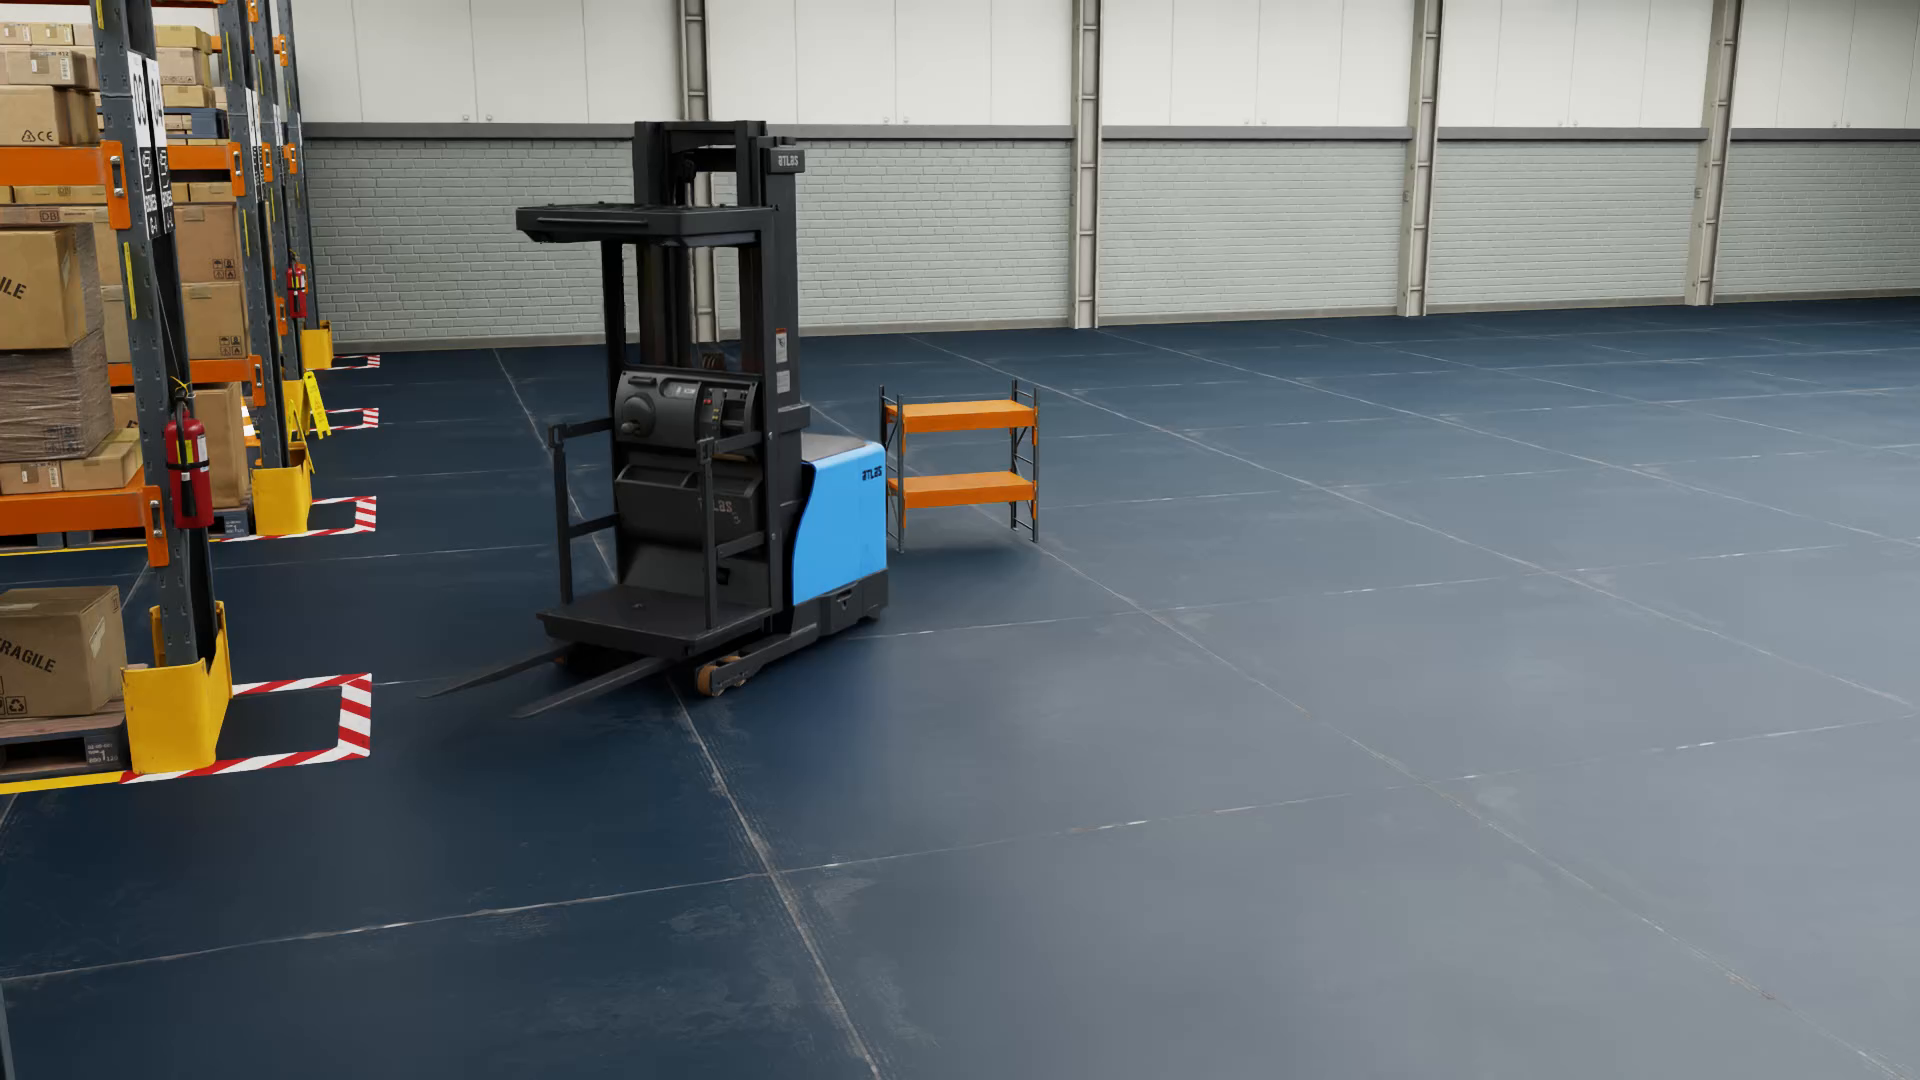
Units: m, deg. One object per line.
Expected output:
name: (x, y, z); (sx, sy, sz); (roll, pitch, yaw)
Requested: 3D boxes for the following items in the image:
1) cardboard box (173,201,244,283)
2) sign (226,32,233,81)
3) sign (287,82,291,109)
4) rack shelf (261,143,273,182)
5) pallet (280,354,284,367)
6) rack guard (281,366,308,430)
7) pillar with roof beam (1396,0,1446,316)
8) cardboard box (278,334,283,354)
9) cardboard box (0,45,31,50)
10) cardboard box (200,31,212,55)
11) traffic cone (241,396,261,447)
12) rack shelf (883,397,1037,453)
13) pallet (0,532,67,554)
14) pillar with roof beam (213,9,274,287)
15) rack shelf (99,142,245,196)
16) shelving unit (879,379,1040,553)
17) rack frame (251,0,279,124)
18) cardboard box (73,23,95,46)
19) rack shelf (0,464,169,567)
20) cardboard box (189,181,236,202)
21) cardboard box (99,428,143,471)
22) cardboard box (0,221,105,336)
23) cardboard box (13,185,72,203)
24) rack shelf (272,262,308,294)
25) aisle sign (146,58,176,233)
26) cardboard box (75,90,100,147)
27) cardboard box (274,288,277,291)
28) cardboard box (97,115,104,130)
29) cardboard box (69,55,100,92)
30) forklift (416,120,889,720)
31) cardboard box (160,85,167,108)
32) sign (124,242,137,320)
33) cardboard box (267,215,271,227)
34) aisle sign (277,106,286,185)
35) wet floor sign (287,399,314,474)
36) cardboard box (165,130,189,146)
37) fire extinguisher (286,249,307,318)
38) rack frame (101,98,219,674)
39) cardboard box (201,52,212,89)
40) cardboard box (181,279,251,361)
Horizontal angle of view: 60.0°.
cardboard box: (-5.590, -2.200, 12.252); (0.550, 0.550, 0.875); (-4, 14, -18)
sign: (-5.066, -3.352, 11.529); (0.005, 0.325, 0.100); (-4, 14, -18)
sign: (-8.327, -5.519, 20.637); (0.005, 0.325, 0.100); (-4, 14, -18)
rack shelf: (-8.796, -3.661, 16.122); (4.000, 0.370, 1.077); (-4, 14, -18)
pallet: (-9.199, -2.365, 21.629); (1.213, 0.211, 1.003); (-4, 14, -18)
rack guard: (-6.973, -1.477, 17.272); (0.348, 0.500, 1.175); (-4, 14, -18)
pillar with roof beam: (8.998, -7.236, 23.119); (0.400, 9.000, 9.100); (-4, 14, -18)
cardboard box: (-8.832, -2.550, 21.415); (0.500, 0.250, 0.500); (-4, 14, -18)
cardboard box: (-6.551, -3.234, 11.331); (0.500, 0.250, 0.500); (-5, 14, -18)
cardboard box: (-5.644, -3.644, 12.193); (0.250, 0.149, 0.380); (-4, 14, -17)
traffic cone: (-6.897, -1.150, 15.978); (0.334, 0.463, 0.336); (-4, 14, -18)
rack shelf: (-0.006, -0.831, 11.943); (1.000, 0.278, 0.538); (-4, 14, -18)
pallet: (-7.113, -0.099, 12.102); (1.213, 0.211, 1.003); (-4, 14, -18)
pillar with roof beam: (-8.062, -5.908, 17.534); (0.400, 9.000, 9.100); (-4, 14, -18)
rack shelf: (-7.122, -2.582, 11.590); (4.000, 0.370, 1.077); (-4, 14, -18)
shelving unit: (-0.006, -0.547, 12.011); (1.048, 1.125, 0.538); (-4, 14, -18)
rack frame: (-6.901, -5.617, 16.313); (0.127, 3.000, 1.000); (-4, 14, -18)
cardboard box: (-5.917, -3.462, 11.430); (0.250, 0.149, 0.380); (-4, 14, -17)
rack shelf: (-5.636, -0.028, 7.332); (4.000, 0.370, 1.077); (-4, 14, -18)
cardboard box: (-7.315, -3.293, 16.485); (0.500, 0.500, 0.700); (-5, 14, -19)
cardboard box: (-4.086, -0.434, 8.030); (0.250, 0.149, 0.380); (-4, 14, -18)
cardboard box: (-4.348, -1.224, 7.788); (0.500, 0.500, 0.500); (-4, 14, -18)
cardboard box: (-8.765, -3.191, 16.055); (0.500, 0.500, 0.700); (-5, 14, -18)
rack shelf: (-10.383, -3.290, 21.045); (4.000, 0.370, 1.077); (-4, 14, -18)
aisle sign: (-3.777, -1.860, 7.864); (0.004, 0.787, 0.394); (-4, 14, -18)
cardboard box: (-4.279, -1.933, 7.628); (0.500, 0.250, 0.500); (-4, 14, -16)
cardboard box: (-9.003, -3.146, 21.762); (0.500, 0.250, 0.500); (-5, 14, -19)
cardboard box: (-8.267, -4.057, 15.915); (0.500, 0.250, 0.500); (-4, 14, -16)
cardboard box: (-4.075, -2.136, 7.621); (0.250, 0.149, 0.380); (-5, 14, -18)
forklift: (-1.594, -0.725, 8.858); (1.130, 2.935, 3.031); (7, 15, 28)
cardboard box: (-5.672, -3.093, 11.603); (0.250, 0.149, 0.380); (-4, 14, -18)
sign: (-3.582, -1.119, 7.181); (0.005, 0.325, 0.100); (-4, 14, -18)
cardboard box: (-8.727, -4.064, 21.130); (0.250, 0.149, 0.380); (-4, 14, -17)
aisle sign: (-6.941, -4.036, 17.011); (0.004, 0.787, 0.394); (-4, 14, -18)
wet floor sign: (-5.830, -0.912, 14.581); (0.232, 0.644, 0.267); (-7, 15, -28)
cardboard box: (-7.638, -3.911, 16.162); (0.250, 0.149, 0.380); (-4, 14, -16)
fire extinguisher: (-6.645, -2.569, 16.626); (0.183, 0.674, 0.296); (-4, 14, -18)
rack frame: (-3.740, -0.525, 7.869); (0.127, 3.000, 1.000); (-4, 14, -18)
cardboard box: (-5.765, -3.425, 12.137); (0.500, 0.250, 0.500); (-4, 14, -18)
cardboard box: (-5.563, -1.656, 12.300); (0.550, 0.550, 0.875); (-4, 14, -18)
